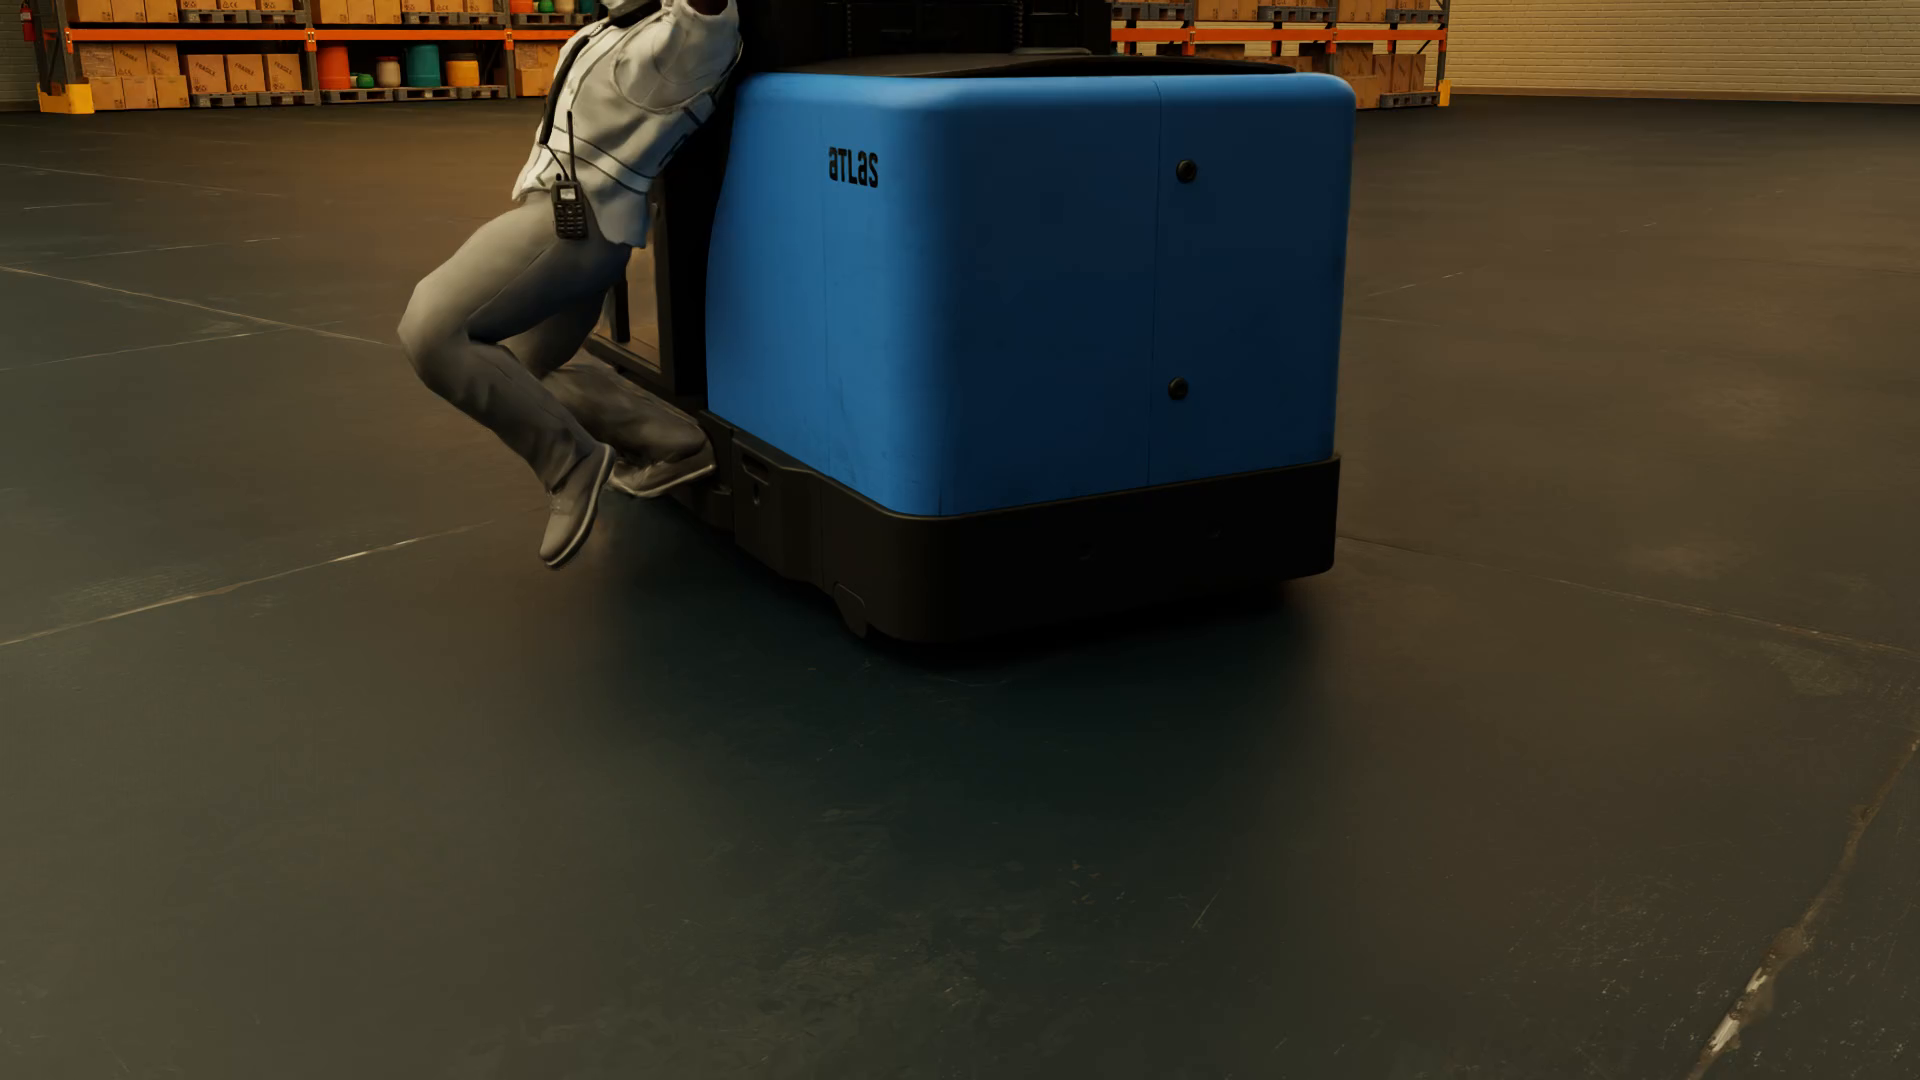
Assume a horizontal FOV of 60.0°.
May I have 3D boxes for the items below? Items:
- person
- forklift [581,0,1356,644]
[{"bbox_3d":[-0.738,-0.725,3.386,0.820,1.592,0.977,-3,17,-11],"label":"person"},{"bbox_3d":[-0.348,-1.591,4.136,1.130,2.935,3.031,-9,19,-27],"label":"forklift"}]
